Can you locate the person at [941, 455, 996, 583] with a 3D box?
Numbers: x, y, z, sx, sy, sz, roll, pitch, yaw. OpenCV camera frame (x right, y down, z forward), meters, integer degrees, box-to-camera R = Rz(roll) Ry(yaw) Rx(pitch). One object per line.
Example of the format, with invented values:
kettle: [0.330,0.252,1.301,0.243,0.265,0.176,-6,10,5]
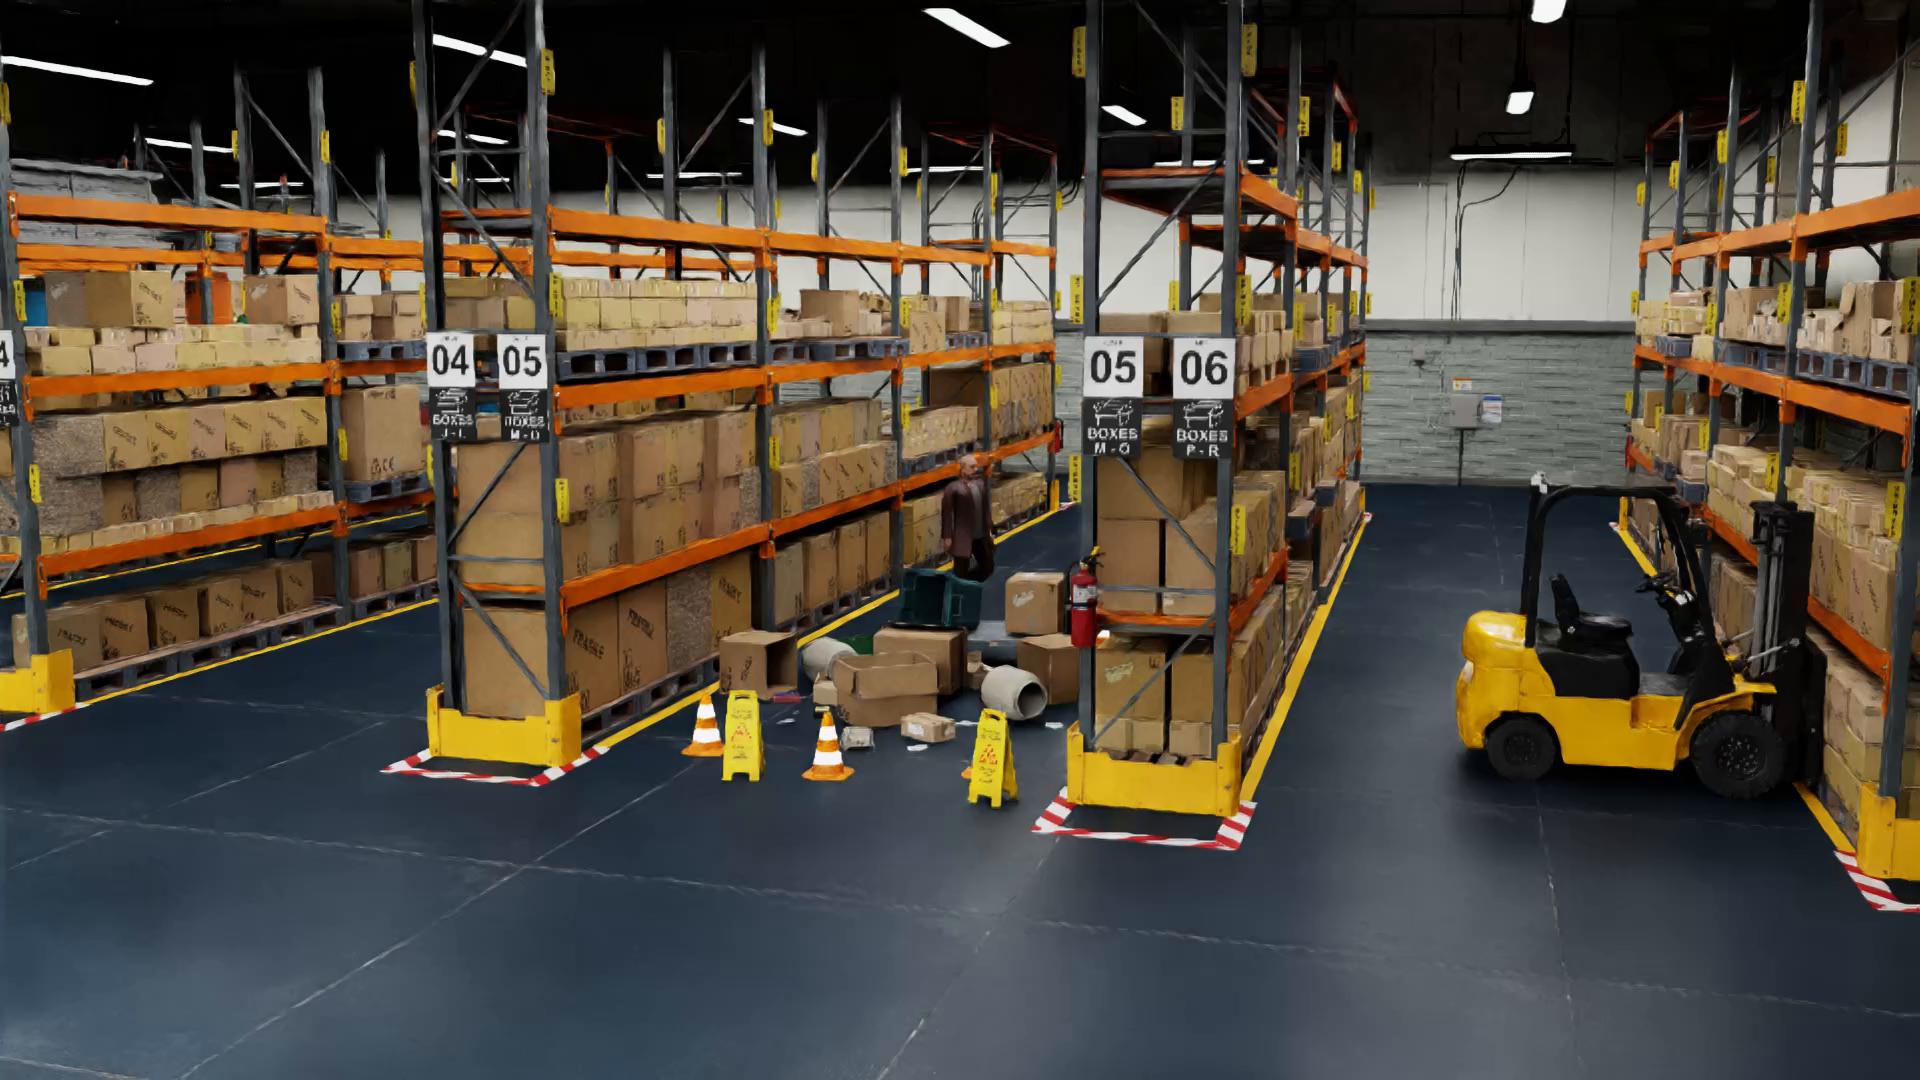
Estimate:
person: [0.043,-0.046,18.079,0.697,1.771,0.703,-7,11,-41]
